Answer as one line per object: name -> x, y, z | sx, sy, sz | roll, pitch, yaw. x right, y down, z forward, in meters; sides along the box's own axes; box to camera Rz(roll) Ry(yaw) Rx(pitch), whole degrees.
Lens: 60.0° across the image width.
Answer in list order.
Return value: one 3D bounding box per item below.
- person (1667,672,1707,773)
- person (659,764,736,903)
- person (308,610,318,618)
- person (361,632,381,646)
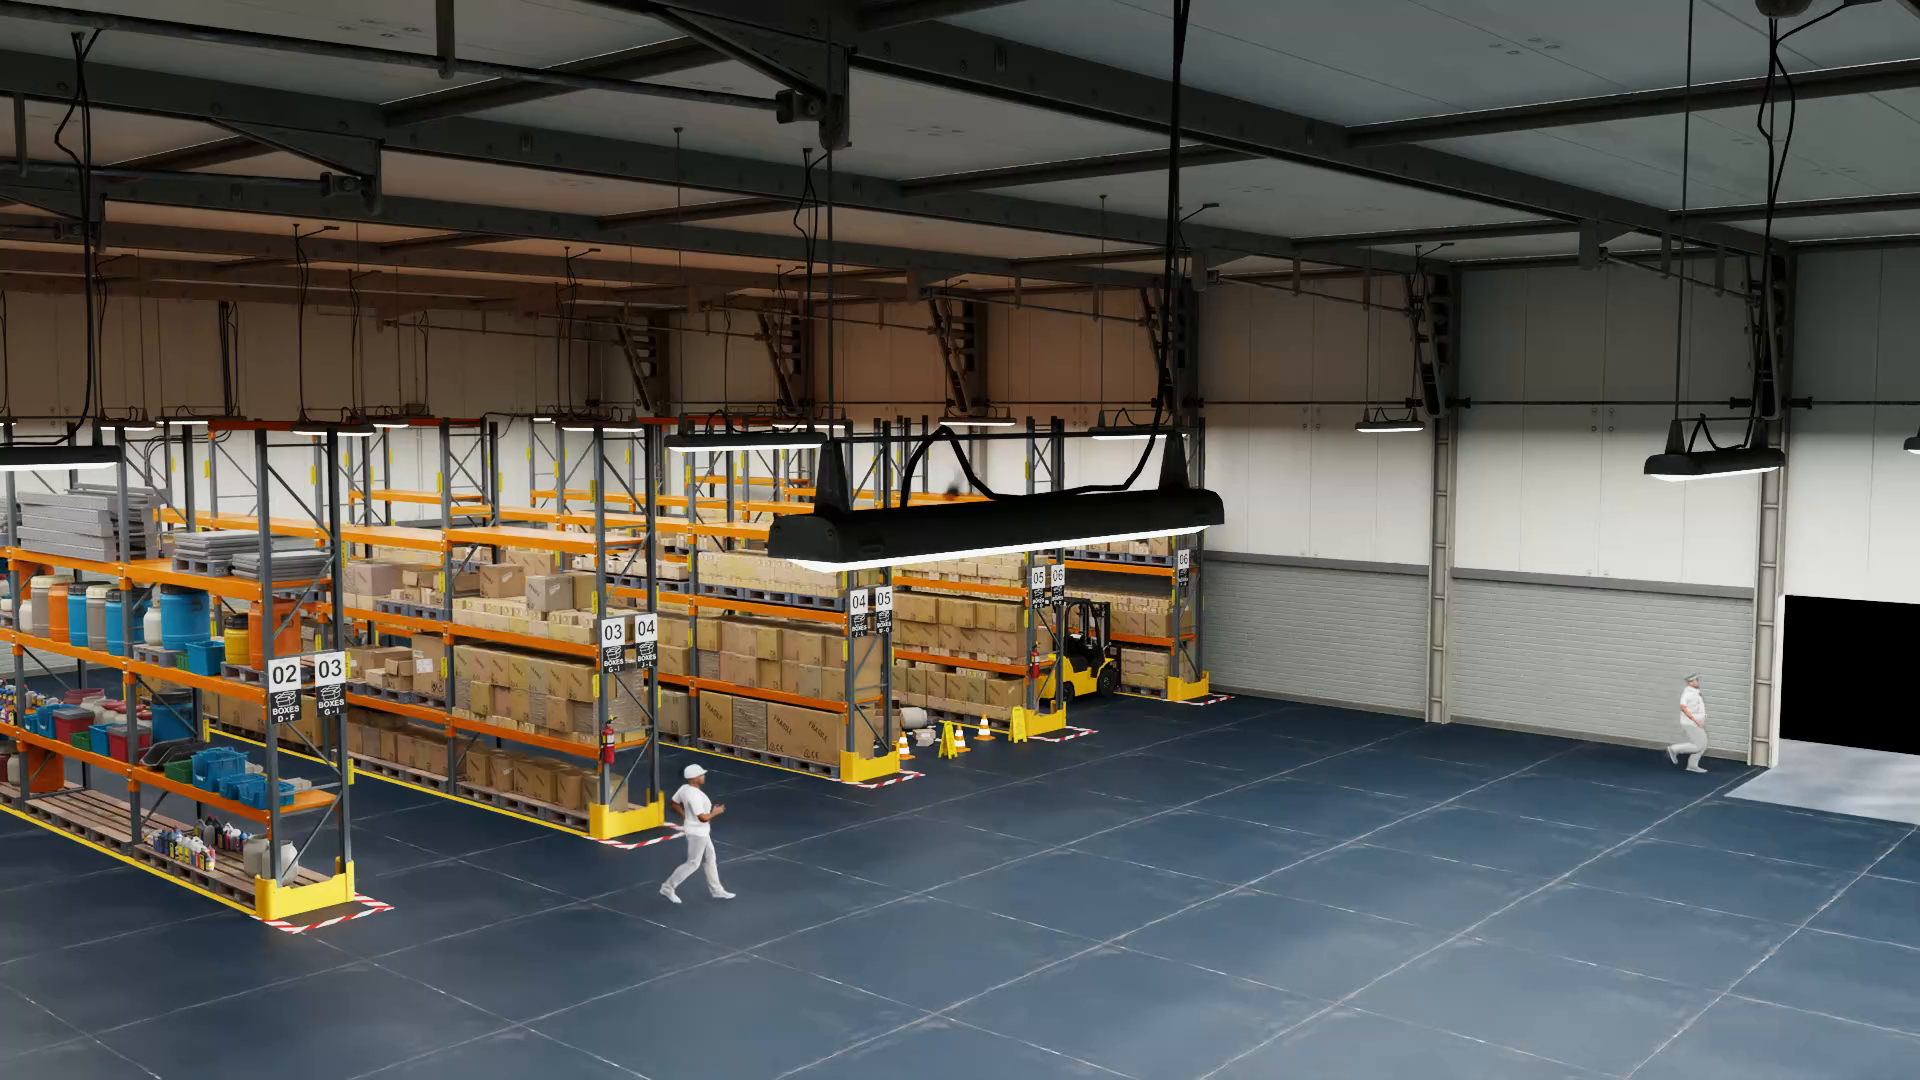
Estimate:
person -> 12.481, 3.104, 28.475 | 0.630, 1.738, 0.668 | 2, 5, 27
person -> -3.304, 3.685, 20.878 | 0.977, 1.759, 0.697 | -1, 5, -17
person -> -14.410, 2.387, 36.946 | 0.685, 1.787, 0.938 | -2, 5, -26
person -> -14.103, 2.202, 39.854 | 0.733, 1.697, 0.634 | 0, 5, 3
